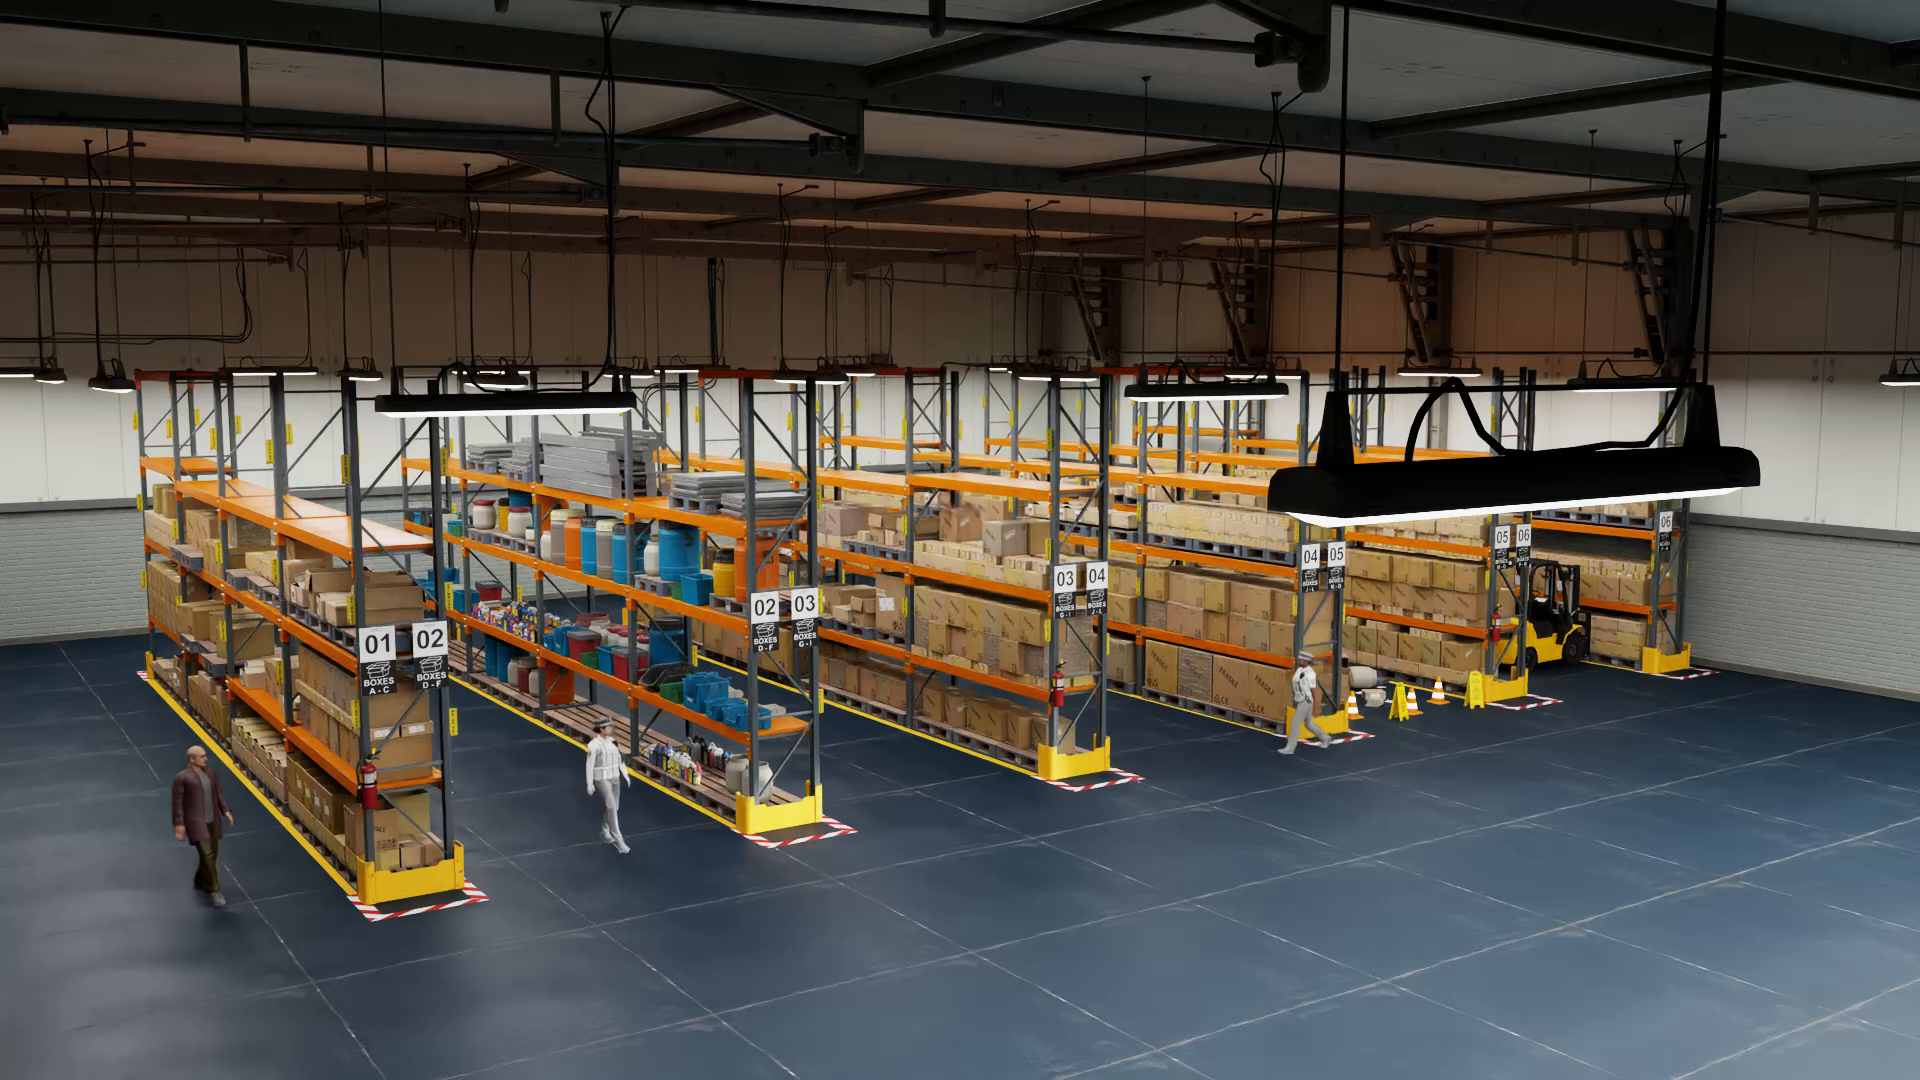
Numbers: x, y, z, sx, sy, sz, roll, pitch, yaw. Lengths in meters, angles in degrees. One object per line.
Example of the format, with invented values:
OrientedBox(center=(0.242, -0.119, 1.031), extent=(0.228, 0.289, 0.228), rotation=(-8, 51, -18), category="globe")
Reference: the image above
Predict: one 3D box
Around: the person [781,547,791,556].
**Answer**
OrientedBox(center=(-4.338, 0.620, 42.859), extent=(0.977, 1.720, 0.560), rotation=(-1, 6, -5), category="person")

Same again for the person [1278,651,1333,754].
OrientedBox(center=(5.464, 2.554, 26.283), extent=(0.998, 1.629, 0.549), rotation=(-1, 7, -10), category="person")

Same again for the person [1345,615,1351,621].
OrientedBox(center=(8.627, 1.454, 36.132), extent=(0.600, 1.632, 0.516), rotation=(4, 8, 34), category="person")

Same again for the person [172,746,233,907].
OrientedBox(center=(-8.706, 3.290, 19.277), extent=(0.828, 1.783, 0.627), rotation=(3, 7, 27), category="person")

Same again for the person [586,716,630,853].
OrientedBox(center=(-4.434, 3.112, 21.350), extent=(0.726, 1.671, 0.516), rotation=(4, 8, 32), category="person")
